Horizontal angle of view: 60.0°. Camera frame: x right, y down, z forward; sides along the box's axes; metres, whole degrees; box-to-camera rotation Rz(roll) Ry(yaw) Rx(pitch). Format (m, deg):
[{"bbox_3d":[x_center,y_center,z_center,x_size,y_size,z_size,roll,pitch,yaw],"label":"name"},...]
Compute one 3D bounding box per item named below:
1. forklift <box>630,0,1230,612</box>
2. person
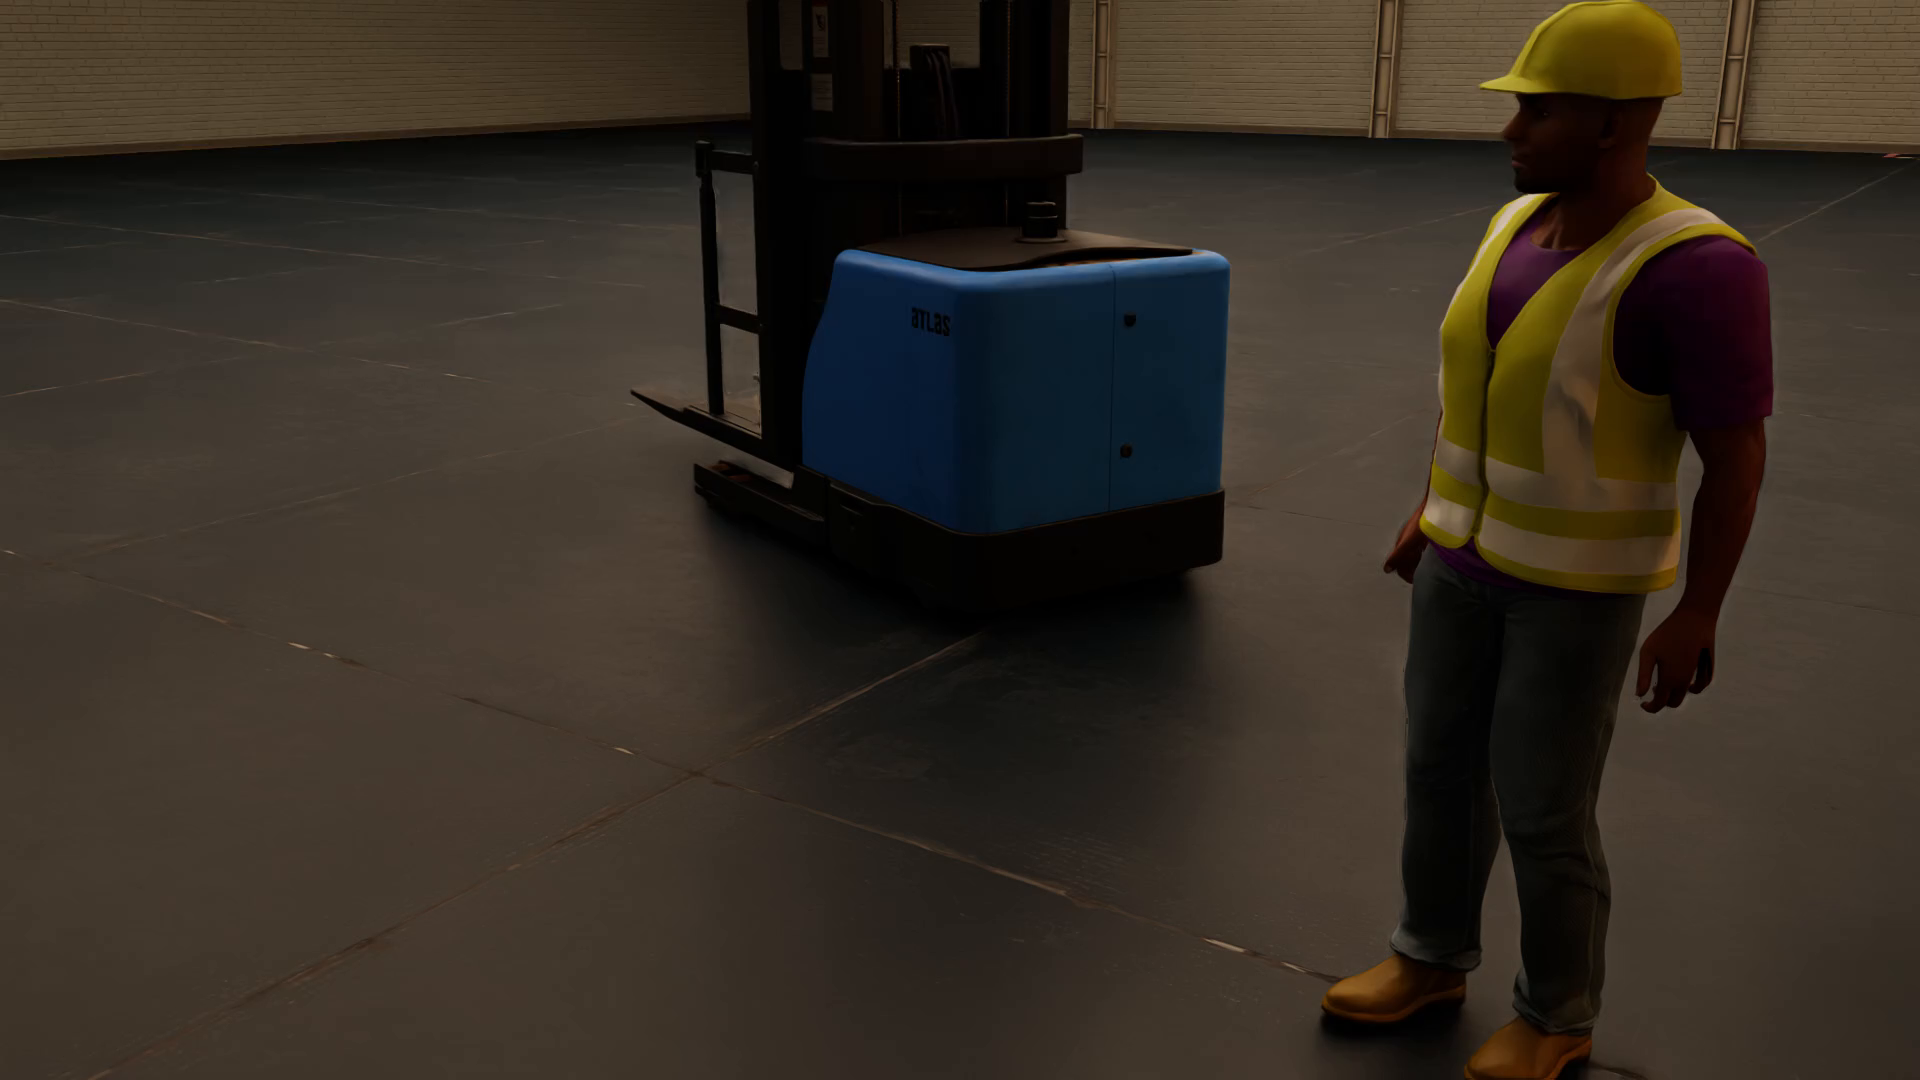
[{"bbox_3d":[-0.362,-1.552,6.023,1.130,2.935,3.031,-11,20,-32],"label":"forklift"},{"bbox_3d":[0.914,0.047,2.718,0.419,1.768,0.687,-8,18,-25],"label":"person"}]
